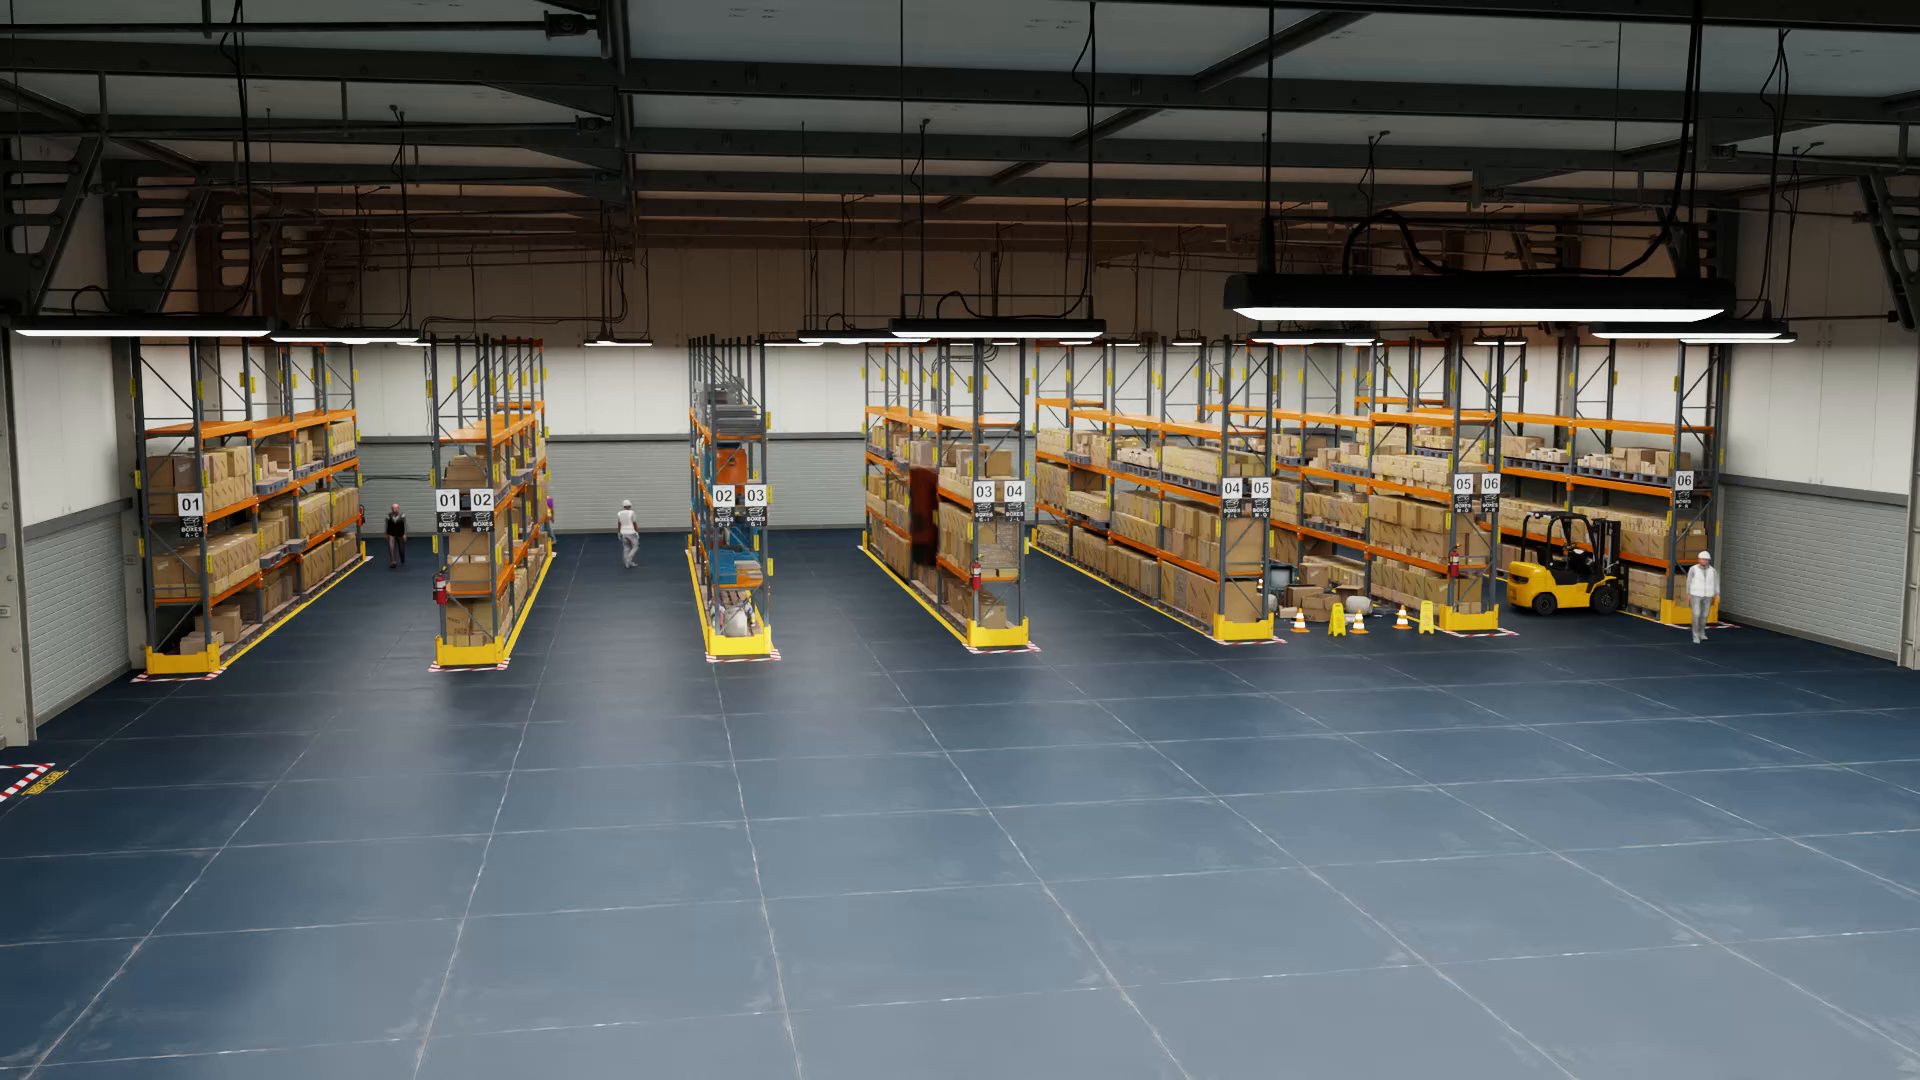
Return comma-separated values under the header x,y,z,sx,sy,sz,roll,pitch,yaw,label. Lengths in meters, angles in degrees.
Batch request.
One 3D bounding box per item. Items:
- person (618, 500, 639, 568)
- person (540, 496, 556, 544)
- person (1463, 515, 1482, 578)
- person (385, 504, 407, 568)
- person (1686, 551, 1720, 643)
x,y,z,sx,sy,sz,roll,pitch,yaw,label
-8.722,-0.160,43.692,0.597,1.786,0.496,3,7,24,person
-12.150,-0.681,48.373,0.584,1.734,0.928,6,9,41,person
12.668,0.226,40.907,0.461,1.690,0.543,-3,7,-27,person
-14.828,-0.126,43.757,0.548,1.680,0.948,-2,7,-14,person
14.595,1.123,32.680,0.585,1.832,0.548,1,7,7,person
